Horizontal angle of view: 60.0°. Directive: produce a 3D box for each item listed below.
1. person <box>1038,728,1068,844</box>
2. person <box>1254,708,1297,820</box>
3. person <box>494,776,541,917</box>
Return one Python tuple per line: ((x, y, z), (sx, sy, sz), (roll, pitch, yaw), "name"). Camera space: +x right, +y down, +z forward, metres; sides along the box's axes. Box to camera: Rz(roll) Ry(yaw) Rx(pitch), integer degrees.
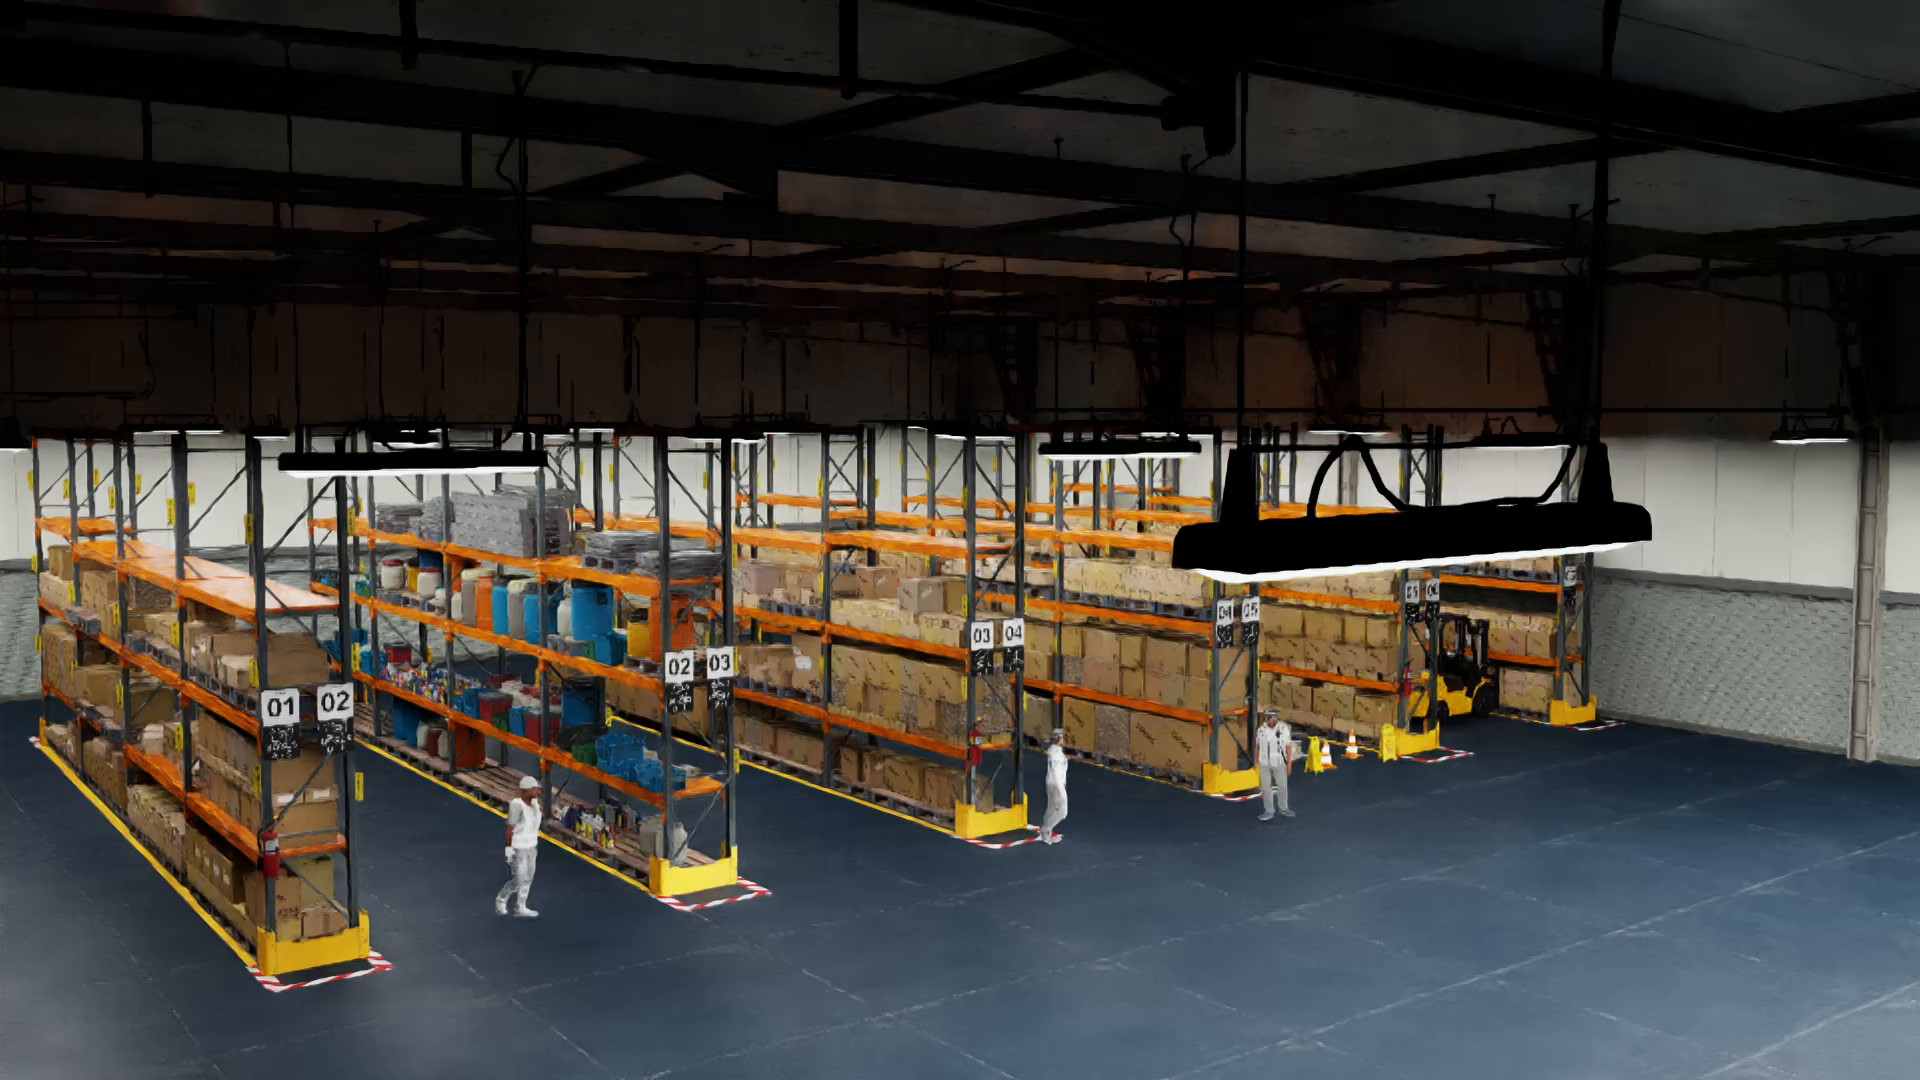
((1.351, 3.590, 24.220), (0.451, 1.658, 0.634), (0, 4, -5), "person")
((4.882, 3.443, 25.766), (0.651, 1.746, 0.548), (2, 5, 26), "person")
((-5.506, 3.820, 20.729), (0.569, 1.777, 0.601), (1, 5, 17), "person")
